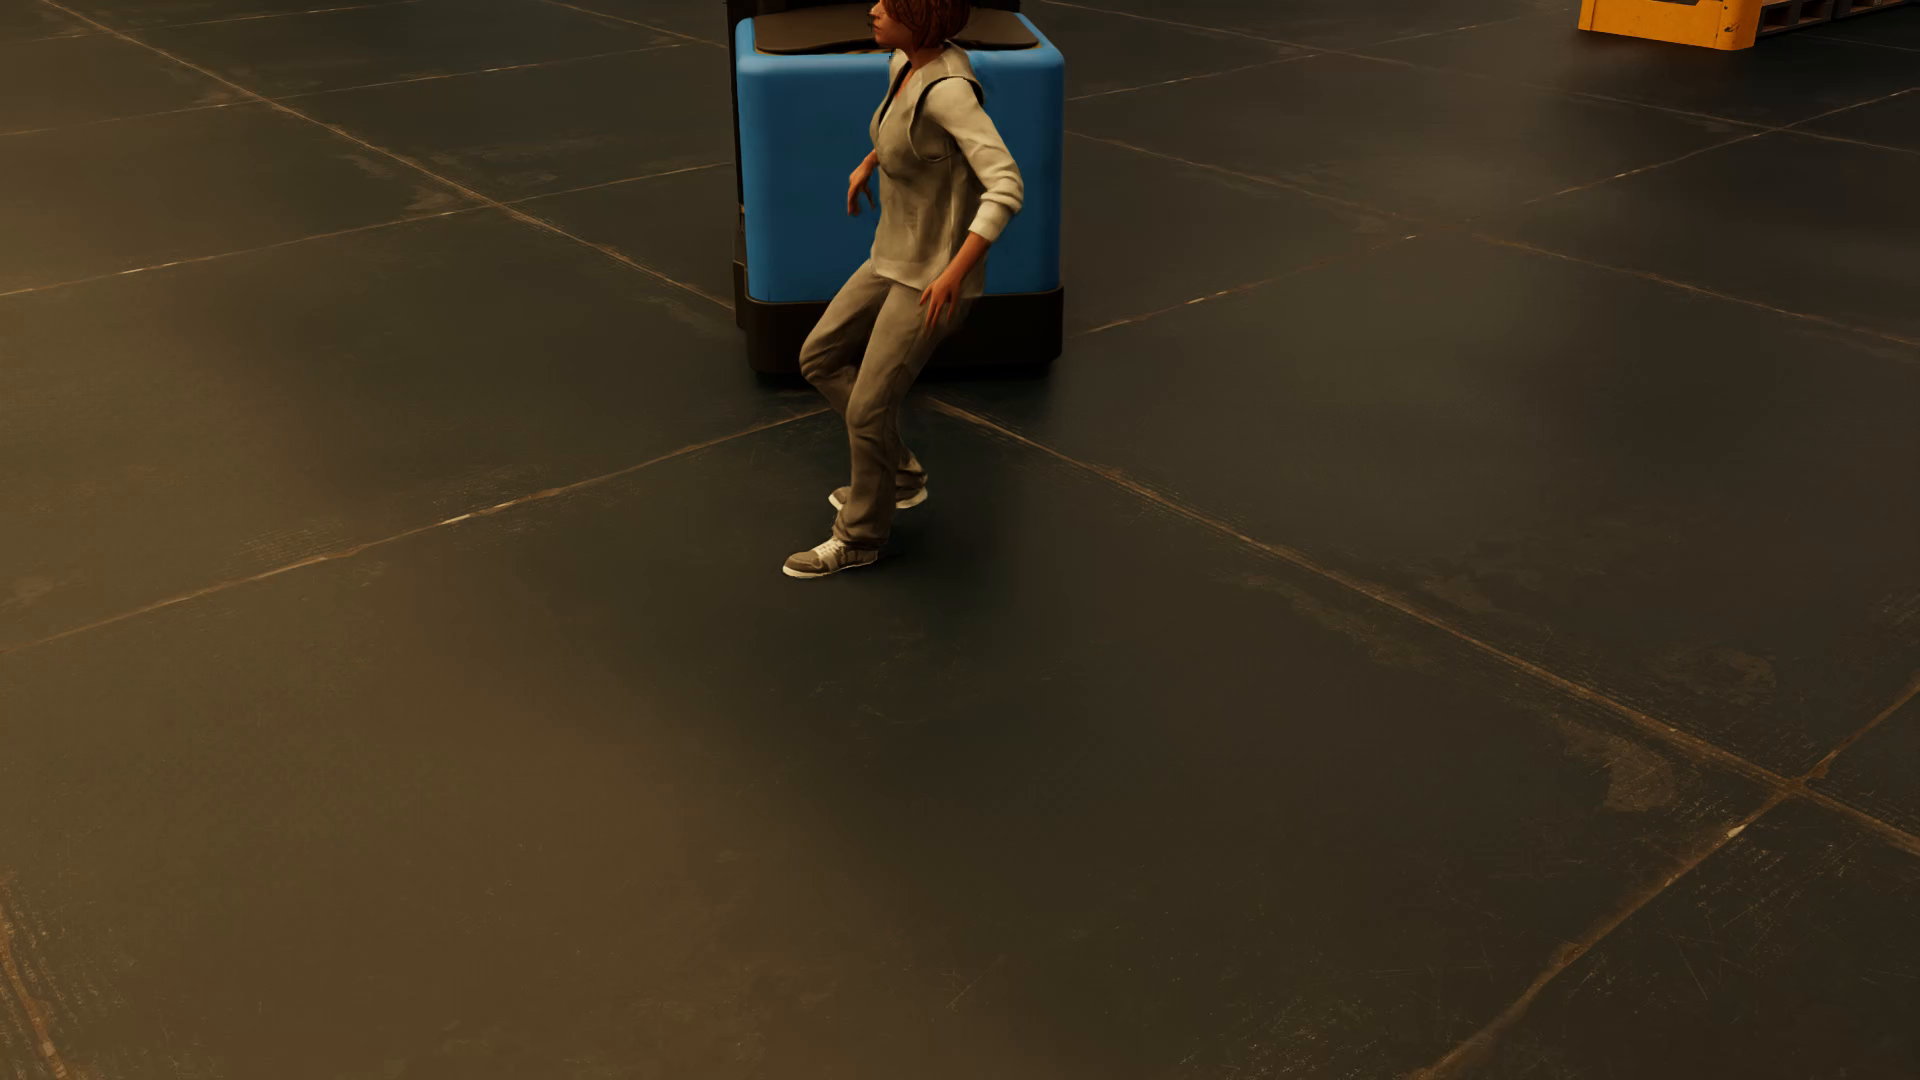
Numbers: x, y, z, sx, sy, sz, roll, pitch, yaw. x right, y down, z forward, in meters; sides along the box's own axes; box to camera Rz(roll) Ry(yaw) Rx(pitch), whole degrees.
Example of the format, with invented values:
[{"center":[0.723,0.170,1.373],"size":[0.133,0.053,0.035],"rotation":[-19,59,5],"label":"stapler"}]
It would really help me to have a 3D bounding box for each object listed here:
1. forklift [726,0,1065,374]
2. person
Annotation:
[{"center":[-0.352,-2.481,6.204],"size":[1.130,2.935,3.031],"rotation":[-3,27,-6],"label":"forklift"},{"center":[-0.193,-0.652,4.121],"size":[0.581,1.548,0.766],"rotation":[-5,27,-10],"label":"person"}]
